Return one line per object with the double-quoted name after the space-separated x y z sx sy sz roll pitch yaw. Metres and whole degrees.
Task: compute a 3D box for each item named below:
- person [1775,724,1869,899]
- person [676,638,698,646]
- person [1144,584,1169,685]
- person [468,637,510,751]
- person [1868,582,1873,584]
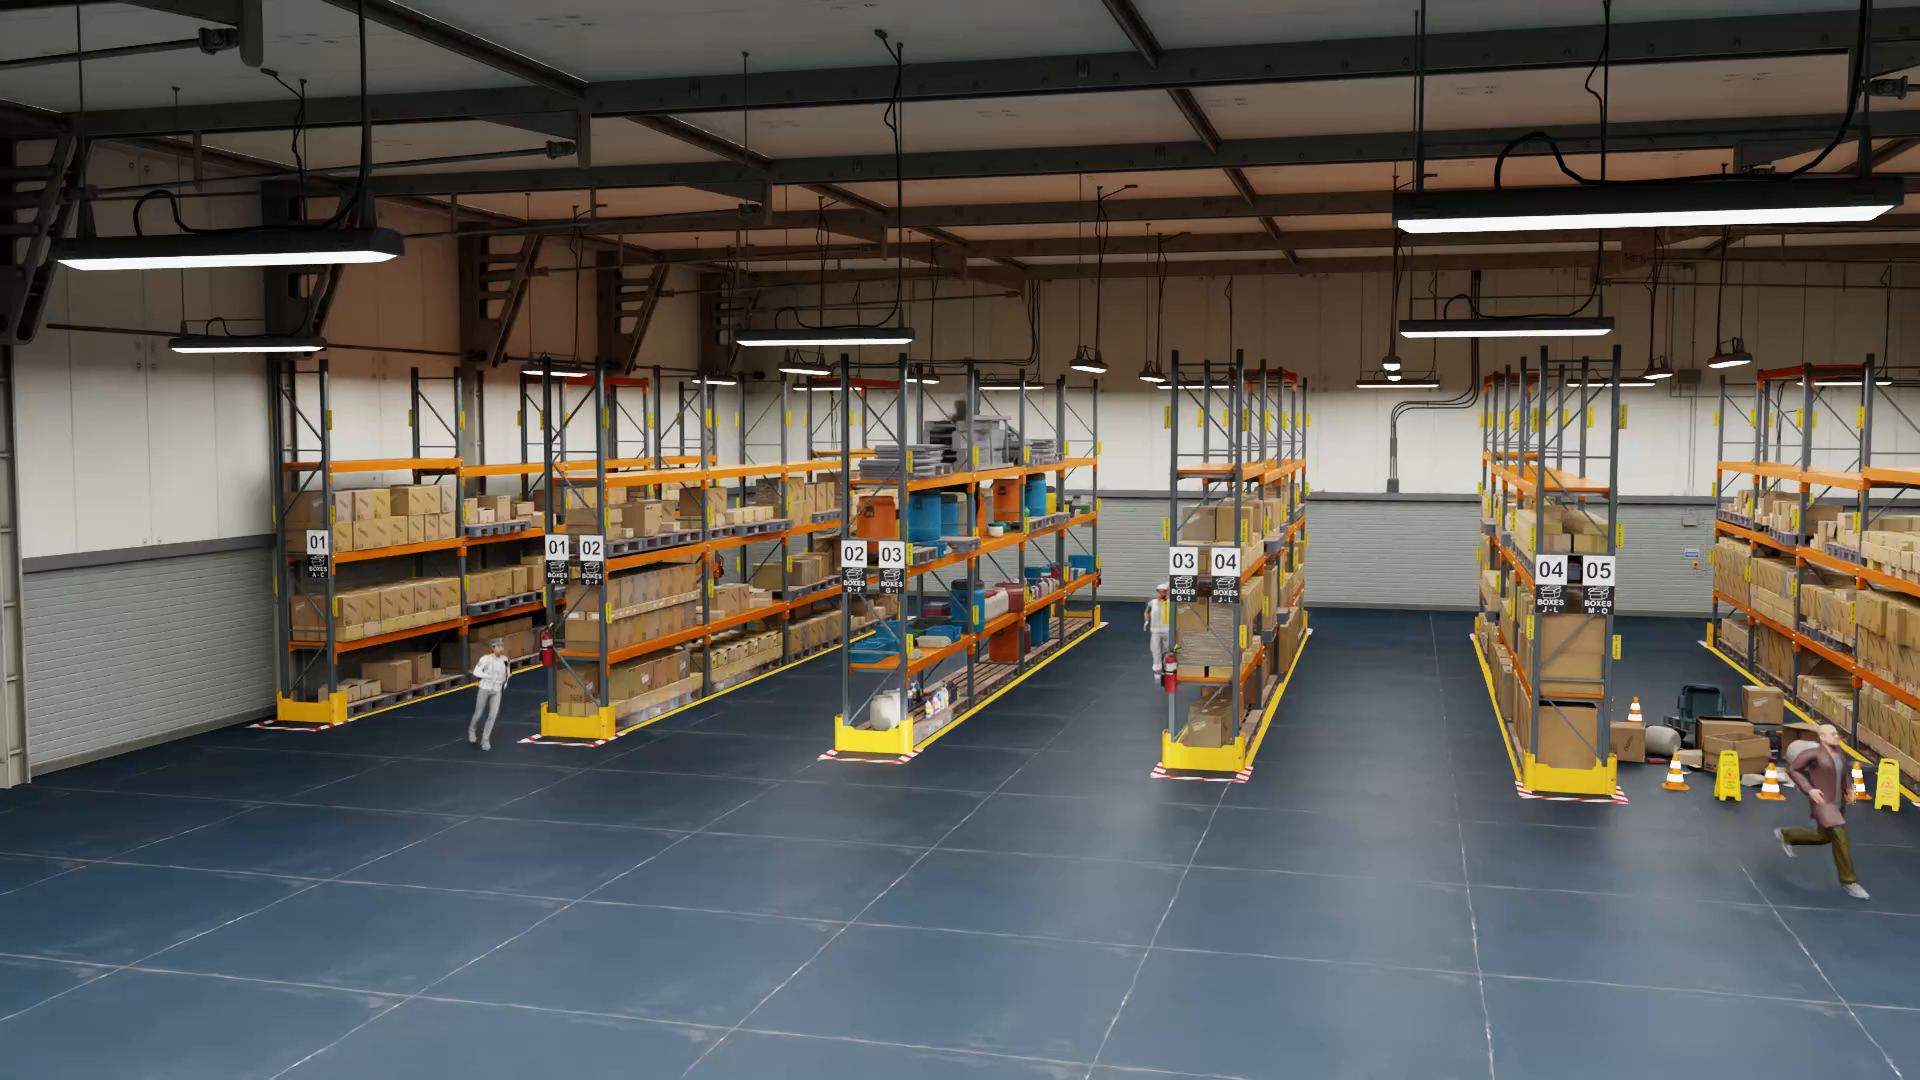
9.303 2.859 17.913 0.681 1.776 1.158 -2 5 -31 "person"
-5.788 1.619 35.266 0.675 1.774 0.774 1 4 19 "person"
3.596 1.686 29.678 0.667 1.797 0.893 1 4 12 "person"
-7.202 2.329 25.578 0.580 1.680 0.874 -2 5 -31 "person"
18.254 1.736 33.400 0.641 1.786 0.847 0 4 -2 "person"
